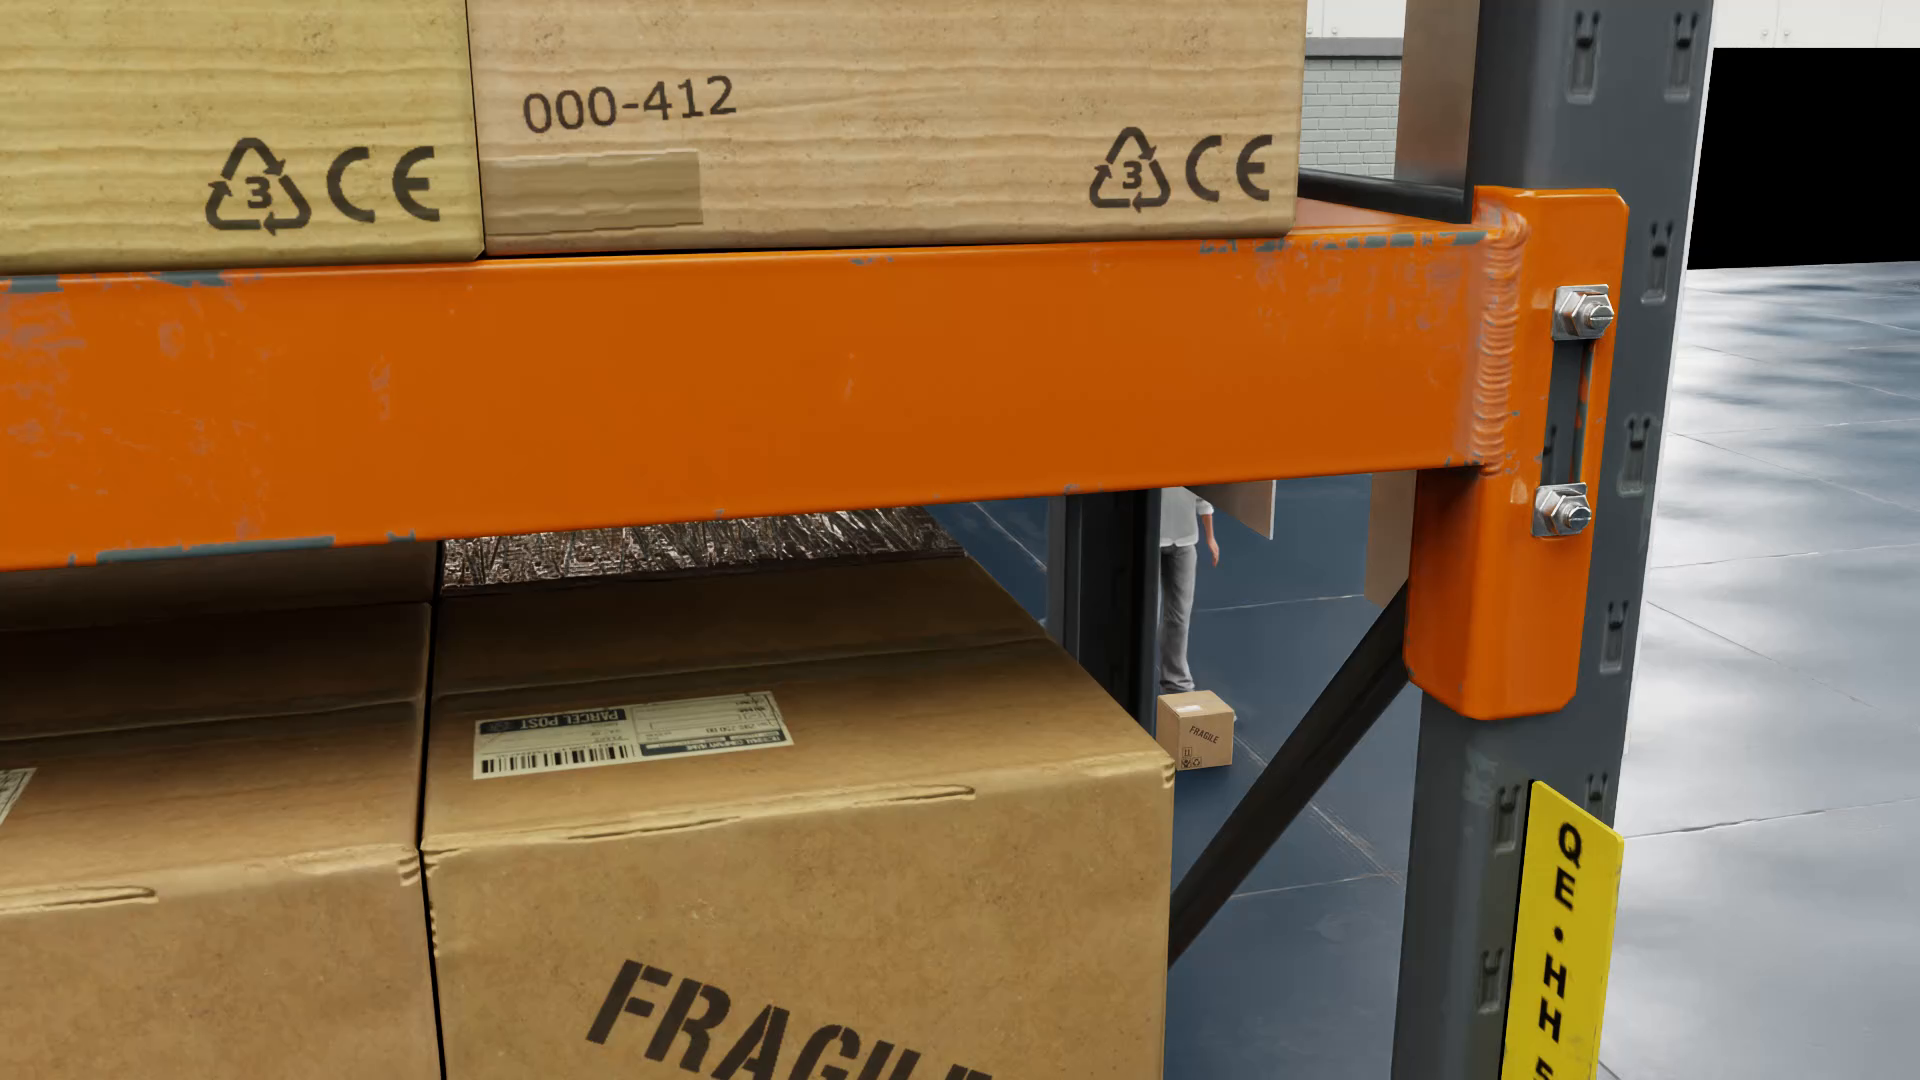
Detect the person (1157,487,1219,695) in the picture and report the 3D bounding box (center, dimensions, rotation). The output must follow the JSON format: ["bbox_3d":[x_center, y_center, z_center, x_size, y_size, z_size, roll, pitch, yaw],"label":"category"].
[{"bbox_3d":[0.913,0.028,7.392,0.521,1.598,0.400,-7,18,-24],"label":"person"}]
